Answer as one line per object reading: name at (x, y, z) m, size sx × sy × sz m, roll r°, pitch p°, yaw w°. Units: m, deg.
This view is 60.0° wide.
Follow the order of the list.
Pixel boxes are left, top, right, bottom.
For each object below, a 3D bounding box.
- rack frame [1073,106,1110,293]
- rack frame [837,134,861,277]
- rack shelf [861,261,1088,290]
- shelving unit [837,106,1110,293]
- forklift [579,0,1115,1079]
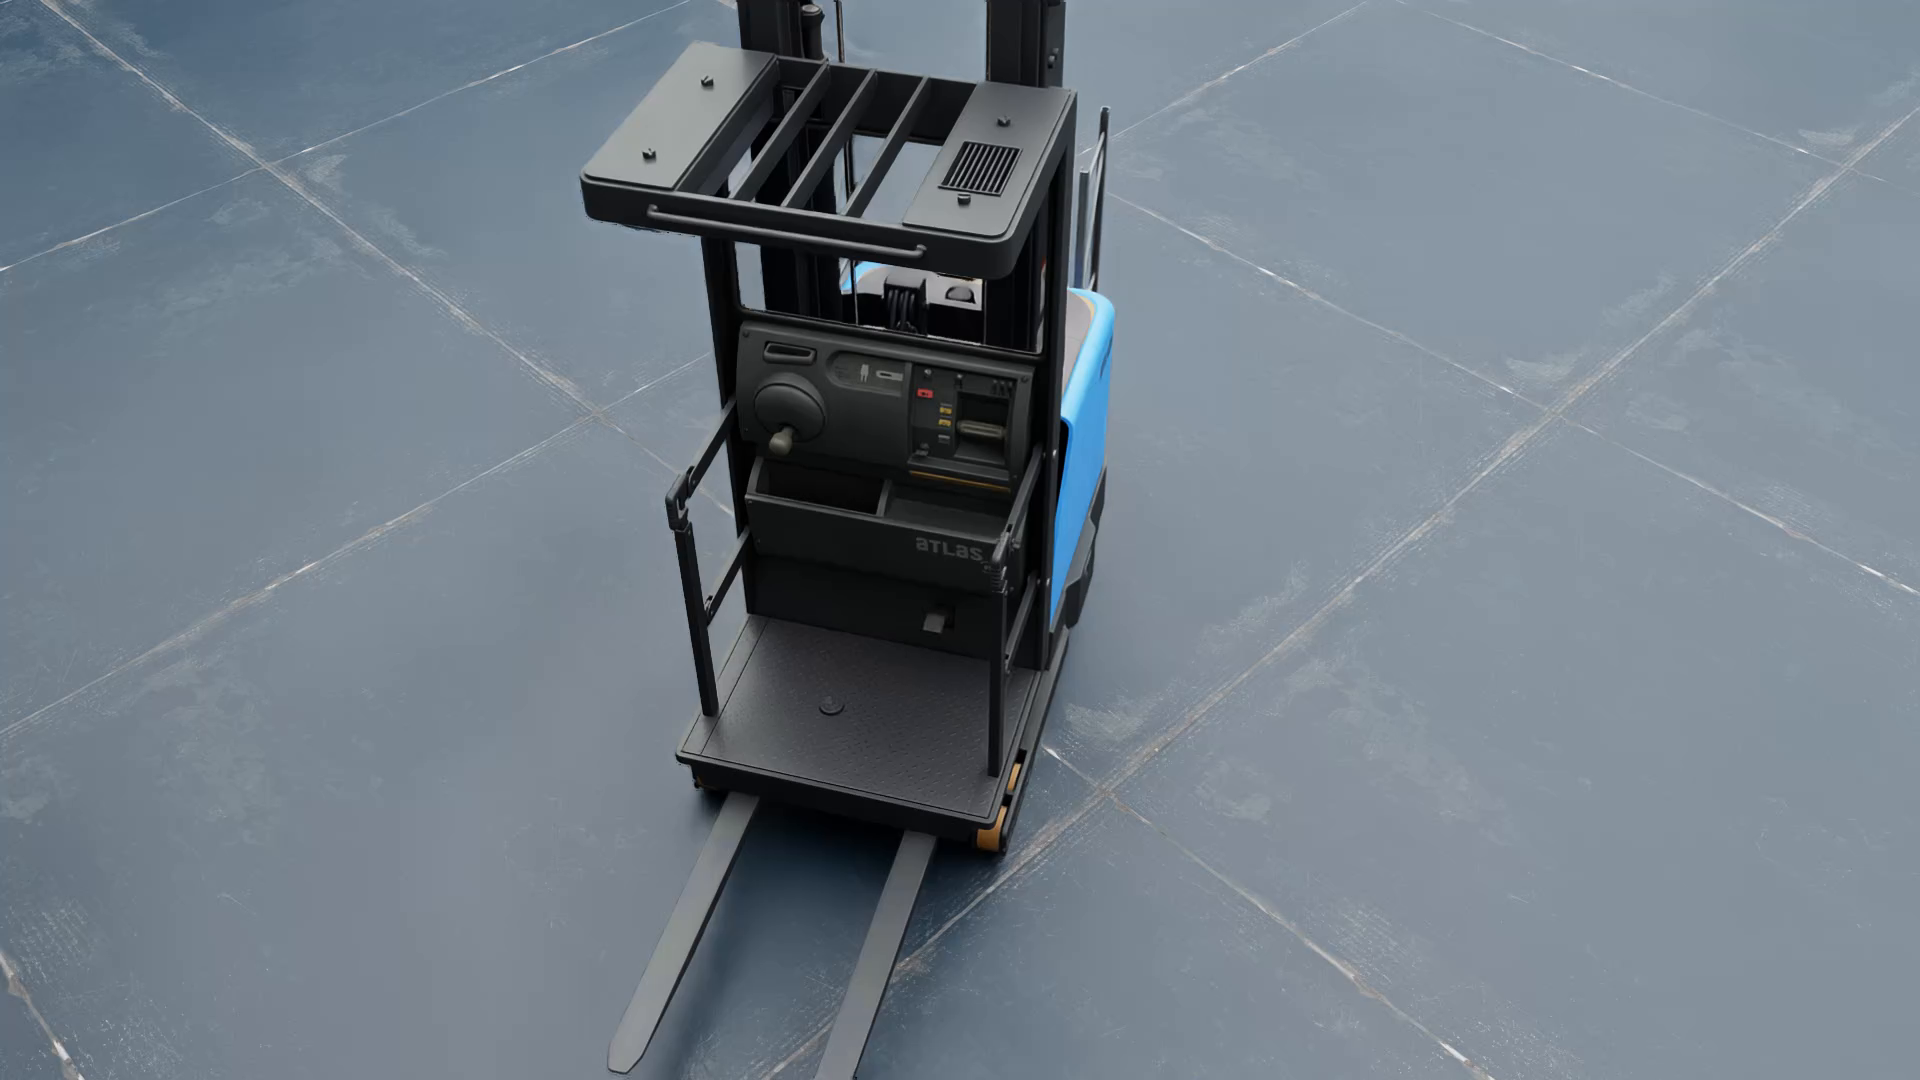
rack frame at (0.501, -0.934, 6.656) m, size 0.032 × 1.500 × 0.500 m, roll 9°, pitch 43°, yaw 9°
rack frame at (-0.490, -1.088, 6.822) m, size 0.032 × 1.500 × 0.500 m, roll 9°, pitch 43°, yaw 9°
rack shelf at (0.005, -0.879, 6.861) m, size 1.000 × 0.185 × 0.538 m, roll 9°, pitch 43°, yaw 9°
shelving unit at (0.014, -1.009, 6.737) m, size 1.083 × 1.500 × 0.587 m, roll 9°, pitch 43°, yaw 9°
forklift at (-0.294, -0.324, 4.941) m, size 1.130 × 2.935 × 3.031 m, roll 10°, pitch 44°, yaw 11°
